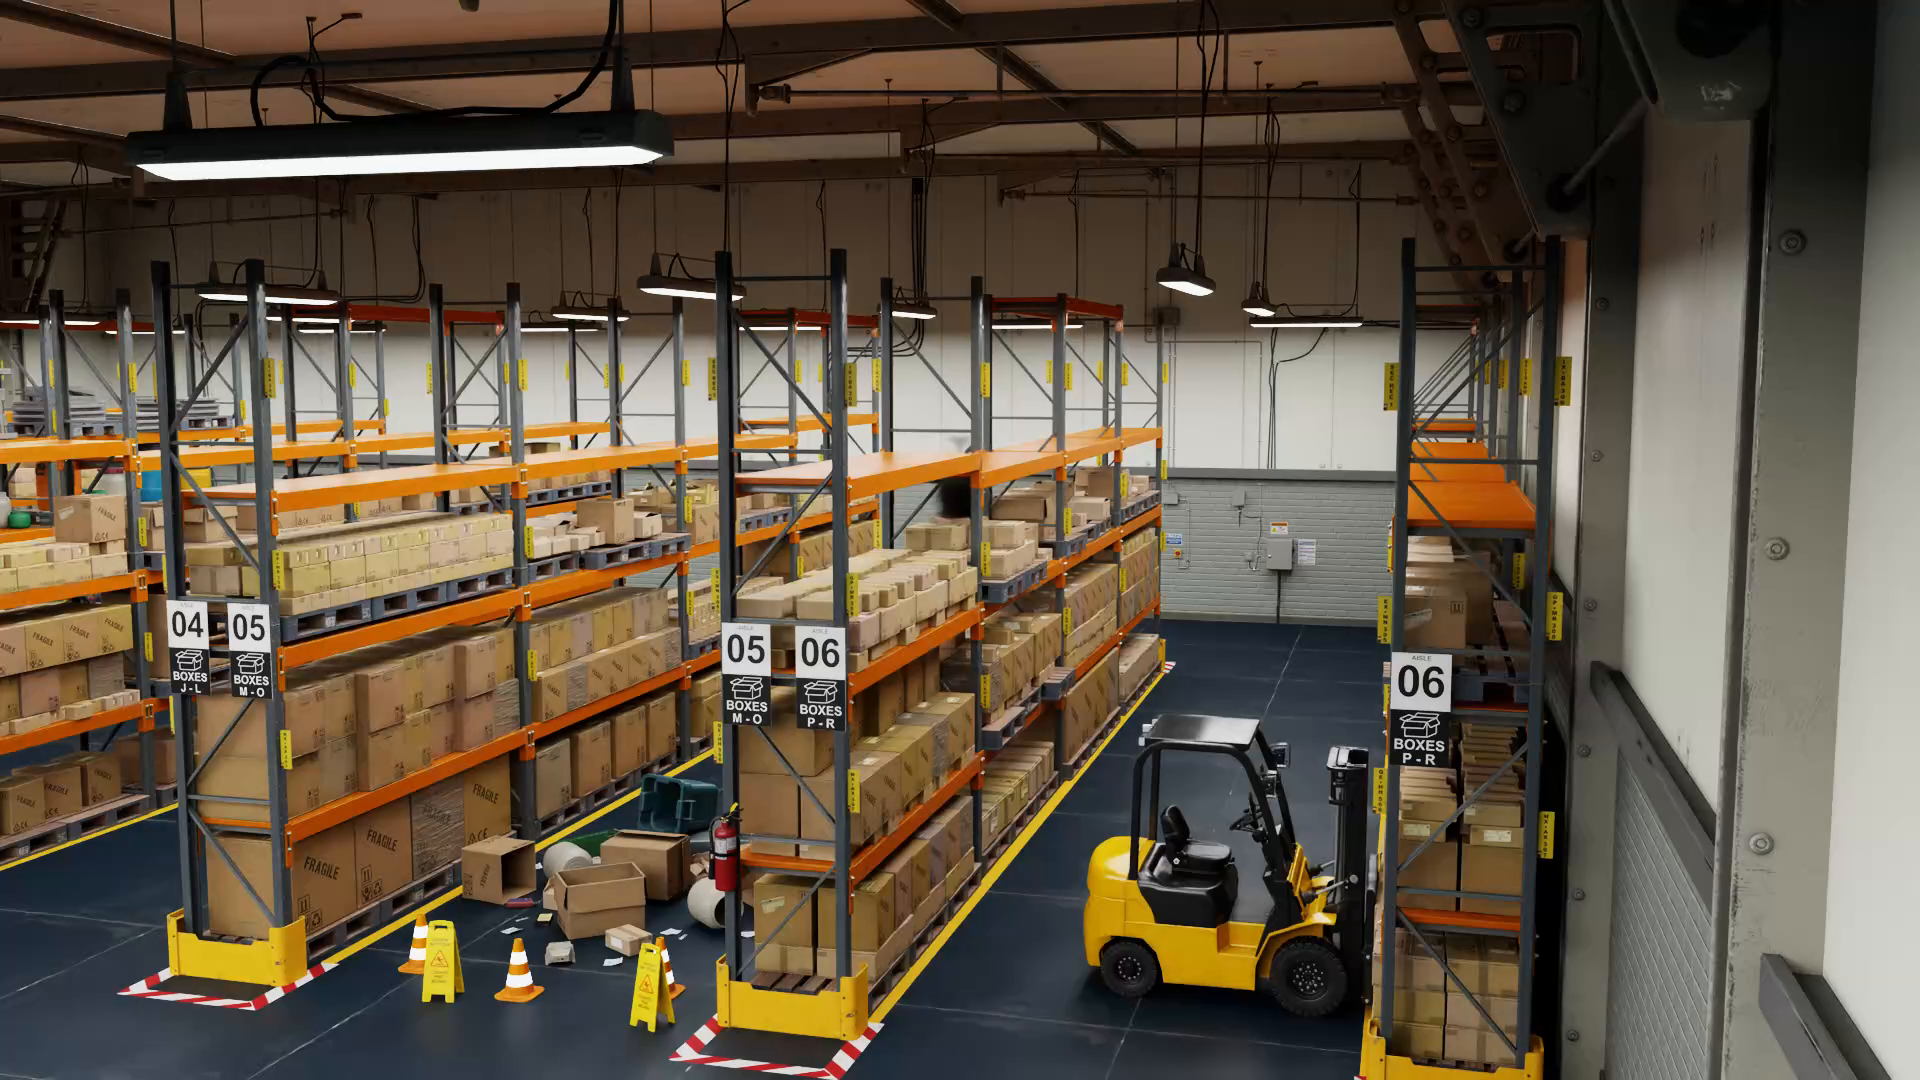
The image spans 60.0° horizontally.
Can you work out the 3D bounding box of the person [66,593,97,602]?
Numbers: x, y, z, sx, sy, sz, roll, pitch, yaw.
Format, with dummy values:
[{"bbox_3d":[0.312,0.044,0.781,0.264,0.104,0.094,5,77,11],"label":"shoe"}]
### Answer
[{"bbox_3d":[-15.295,1.252,29.003,0.669,1.714,0.705,0,6,0],"label":"person"}]
